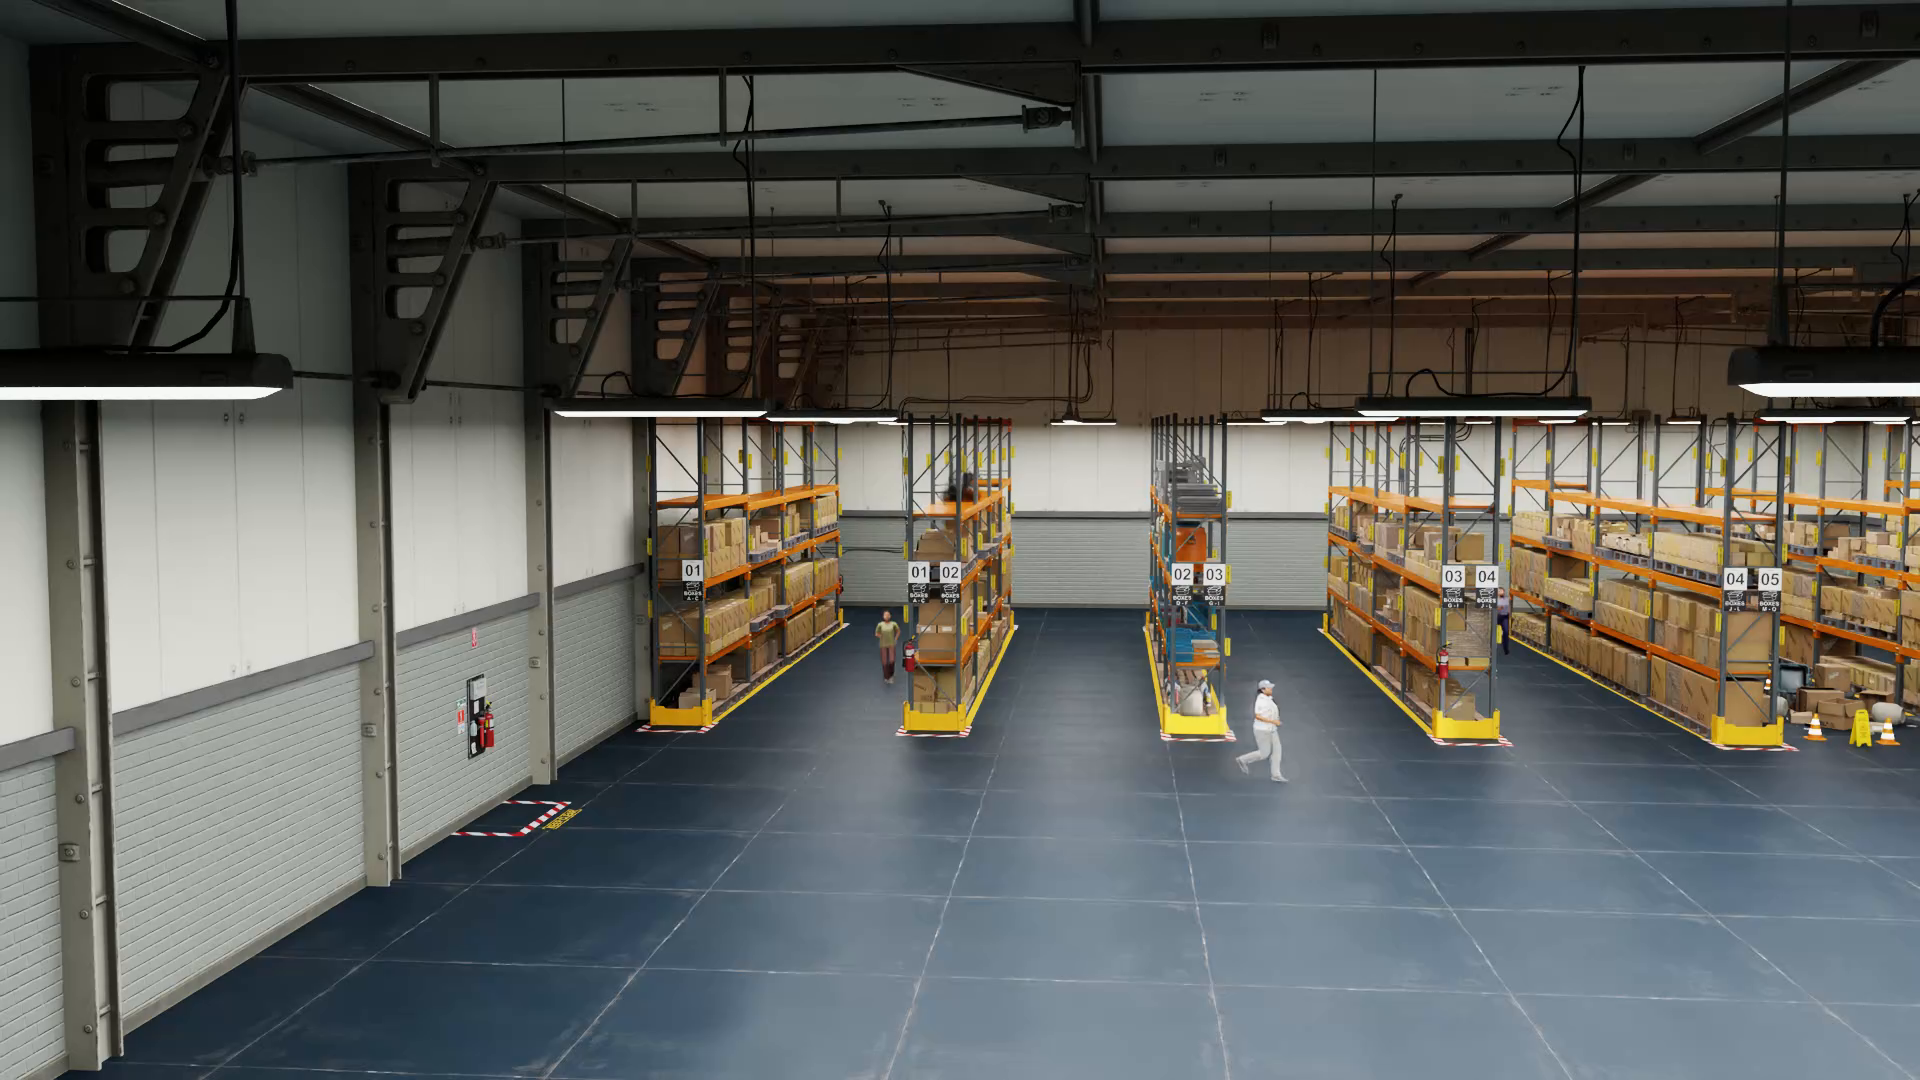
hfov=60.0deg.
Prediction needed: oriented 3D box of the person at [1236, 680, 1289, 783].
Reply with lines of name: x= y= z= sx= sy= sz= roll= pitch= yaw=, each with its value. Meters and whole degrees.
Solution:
person: x=4.919 y=3.091 z=26.933 sx=0.849 sy=1.659 sz=0.607 roll=2 pitch=4 yaw=27

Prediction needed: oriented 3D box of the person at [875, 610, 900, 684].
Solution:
person: x=-1.615 y=2.396 z=37.125 sx=0.562 sy=1.656 sz=0.595 roll=0 pitch=4 yaw=-2

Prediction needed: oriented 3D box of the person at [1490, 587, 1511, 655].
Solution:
person: x=13.753 y=2.043 z=42.358 sx=0.632 sy=1.664 sz=0.870 roll=0 pitch=4 yaw=-2
